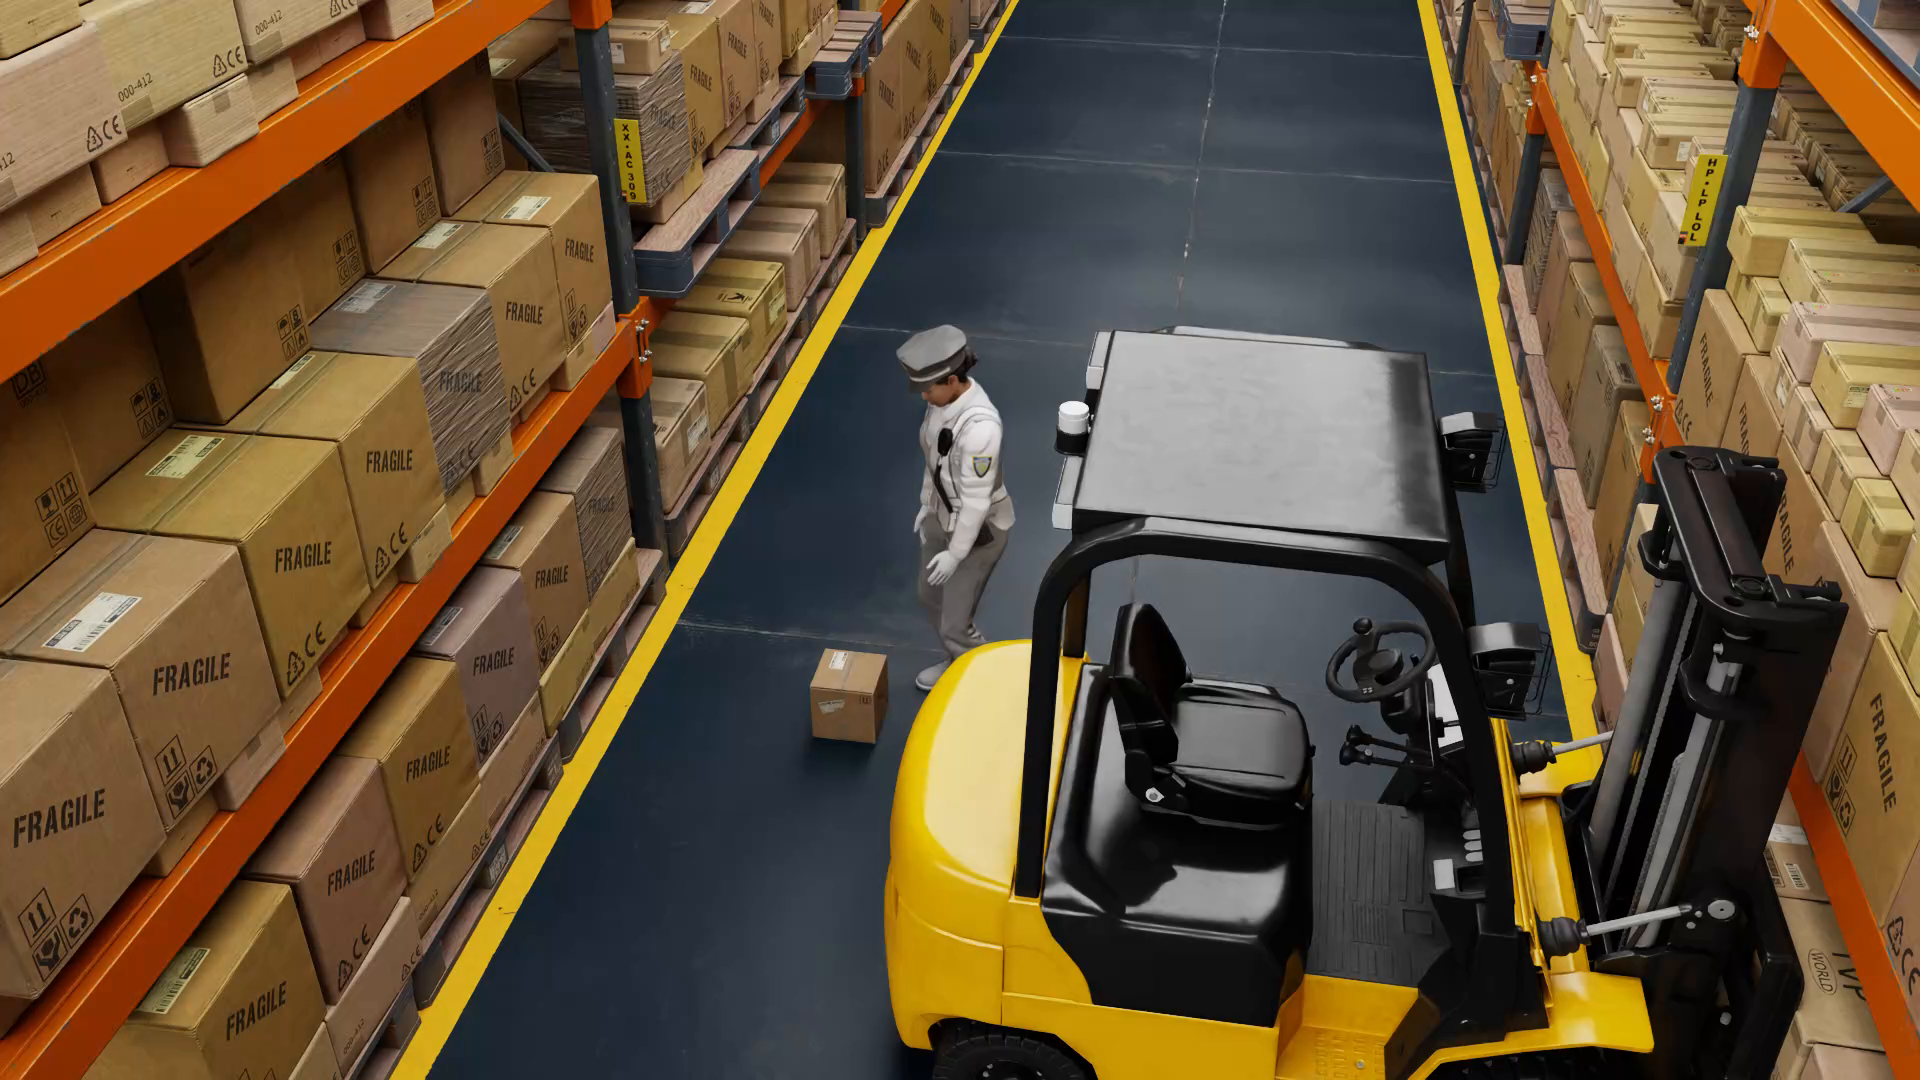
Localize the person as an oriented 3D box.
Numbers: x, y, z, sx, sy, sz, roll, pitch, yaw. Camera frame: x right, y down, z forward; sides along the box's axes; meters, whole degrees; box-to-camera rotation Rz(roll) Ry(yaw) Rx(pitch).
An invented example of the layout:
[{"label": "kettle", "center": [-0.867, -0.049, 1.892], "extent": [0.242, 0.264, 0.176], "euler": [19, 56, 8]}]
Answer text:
[{"label": "person", "center": [-0.012, -0.035, 6.231], "extent": [0.428, 1.635, 0.496], "euler": [-10, 34, -15]}]
